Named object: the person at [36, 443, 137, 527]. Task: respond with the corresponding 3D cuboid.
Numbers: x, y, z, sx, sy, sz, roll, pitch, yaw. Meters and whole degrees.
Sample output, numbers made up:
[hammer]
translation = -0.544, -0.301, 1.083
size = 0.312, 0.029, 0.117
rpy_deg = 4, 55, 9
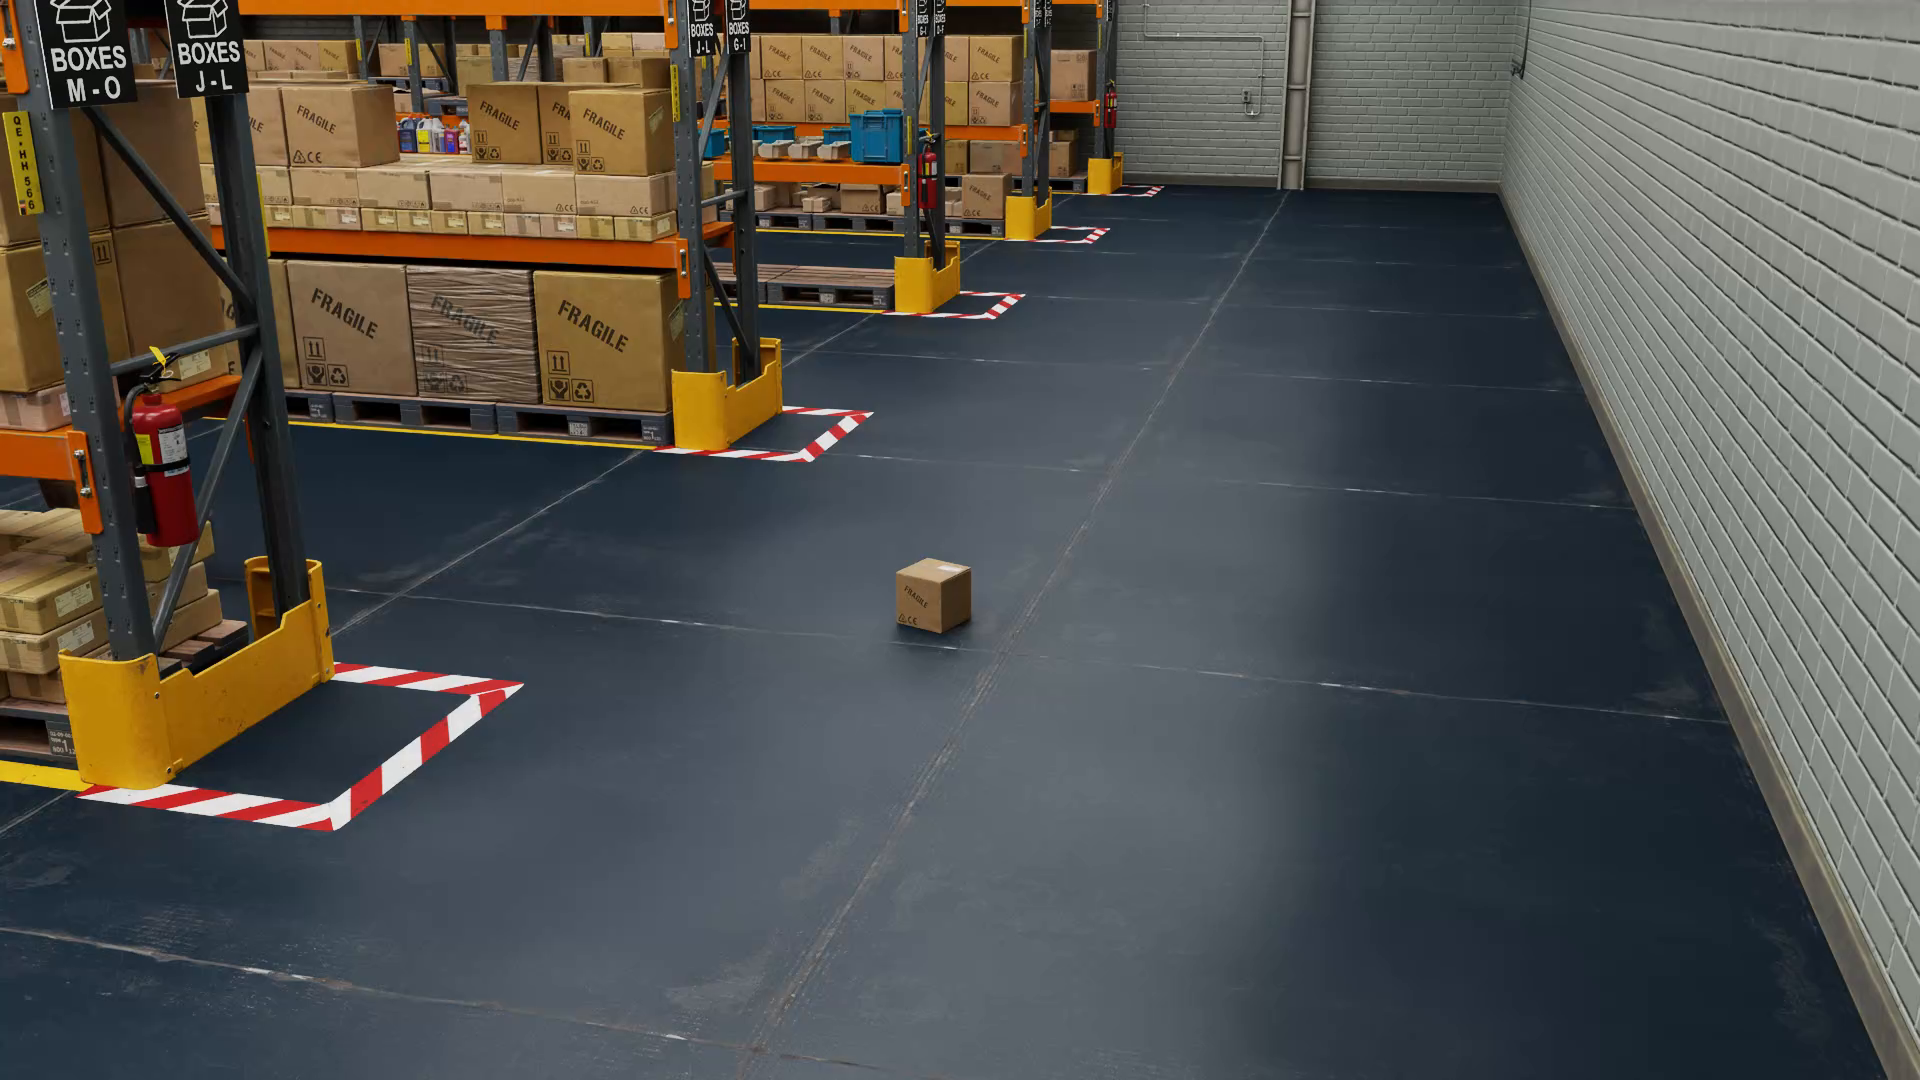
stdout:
[person]
translation = -4.364, -0.707, 8.314
size = 0.580, 1.788, 0.538
rpy_deg = 5, 19, 16
